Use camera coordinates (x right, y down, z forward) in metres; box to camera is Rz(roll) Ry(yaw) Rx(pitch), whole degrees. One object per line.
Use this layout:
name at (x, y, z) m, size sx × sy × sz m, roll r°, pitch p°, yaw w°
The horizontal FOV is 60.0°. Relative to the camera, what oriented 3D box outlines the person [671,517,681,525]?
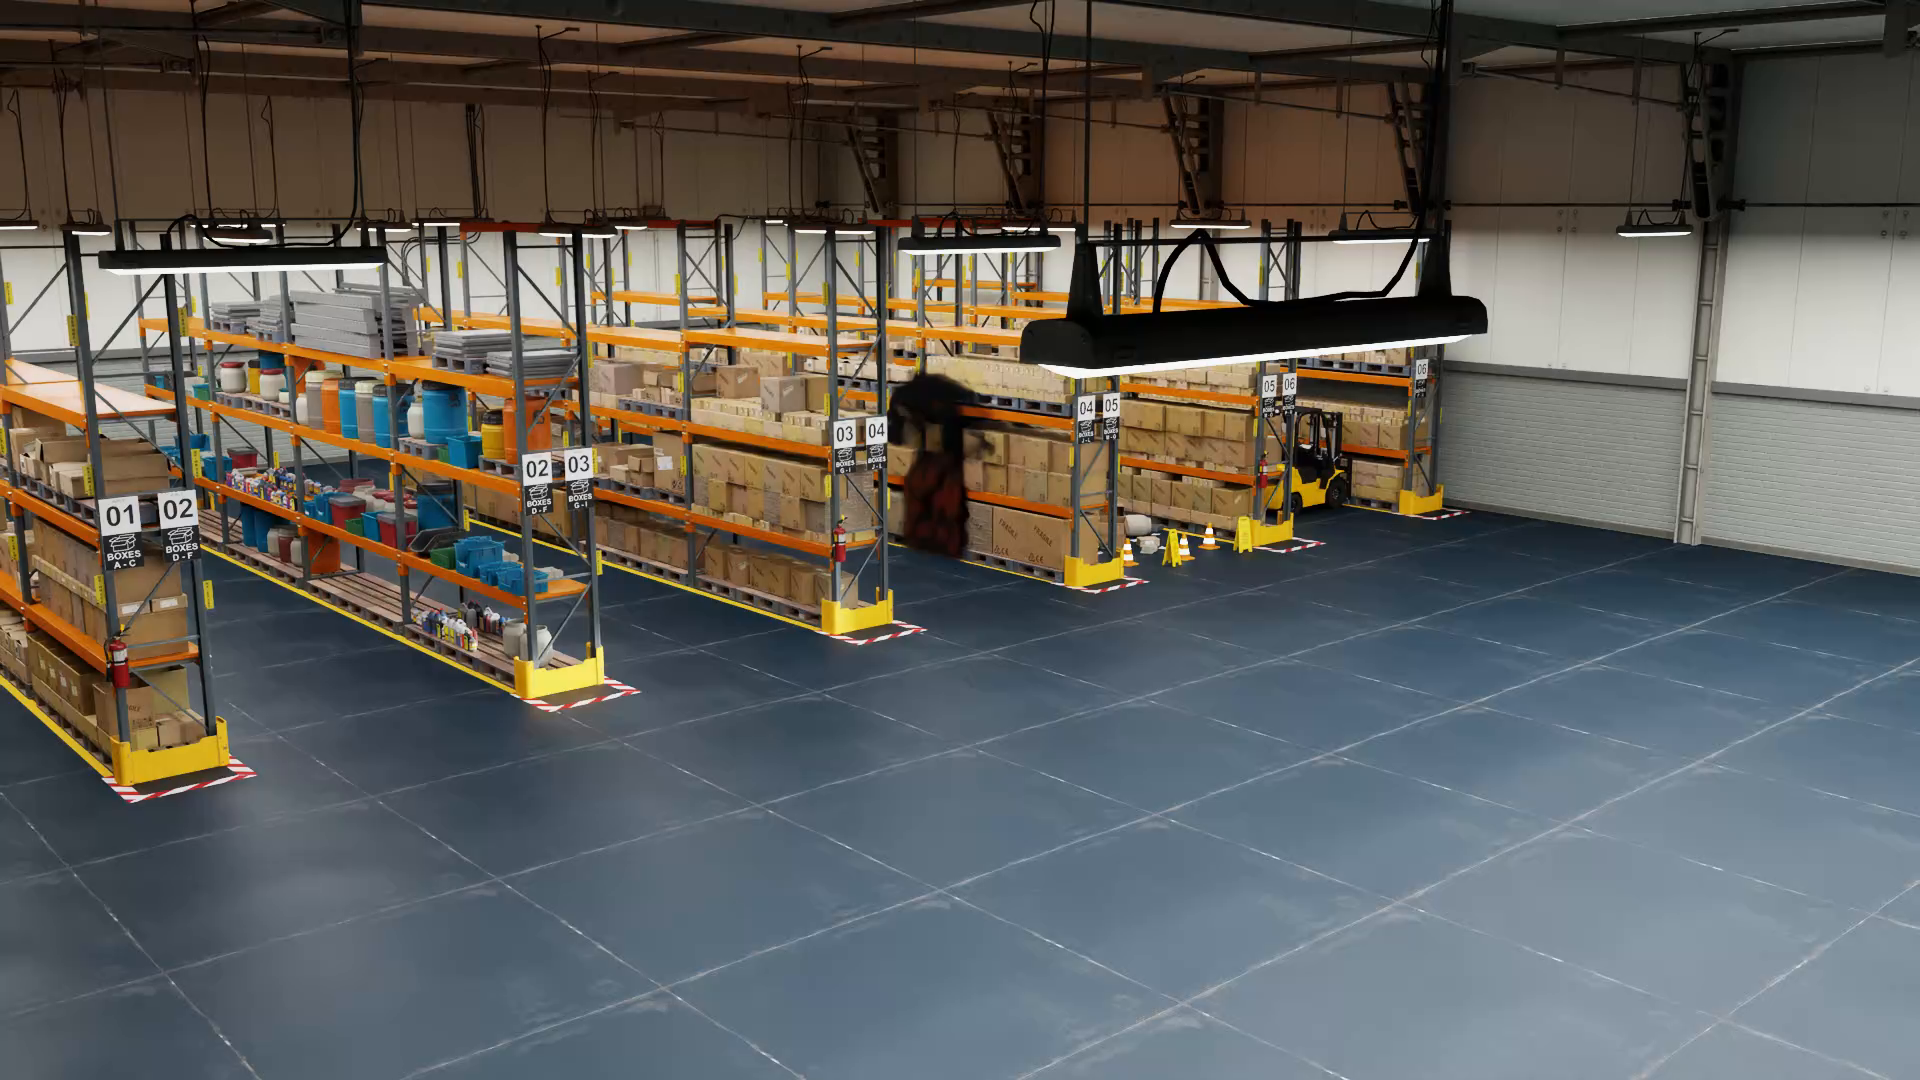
person at (-5.541, -0.967, 32.580) m, size 0.577 × 1.632 × 0.639 m, roll -10°, pitch 15°, yaw -41°
